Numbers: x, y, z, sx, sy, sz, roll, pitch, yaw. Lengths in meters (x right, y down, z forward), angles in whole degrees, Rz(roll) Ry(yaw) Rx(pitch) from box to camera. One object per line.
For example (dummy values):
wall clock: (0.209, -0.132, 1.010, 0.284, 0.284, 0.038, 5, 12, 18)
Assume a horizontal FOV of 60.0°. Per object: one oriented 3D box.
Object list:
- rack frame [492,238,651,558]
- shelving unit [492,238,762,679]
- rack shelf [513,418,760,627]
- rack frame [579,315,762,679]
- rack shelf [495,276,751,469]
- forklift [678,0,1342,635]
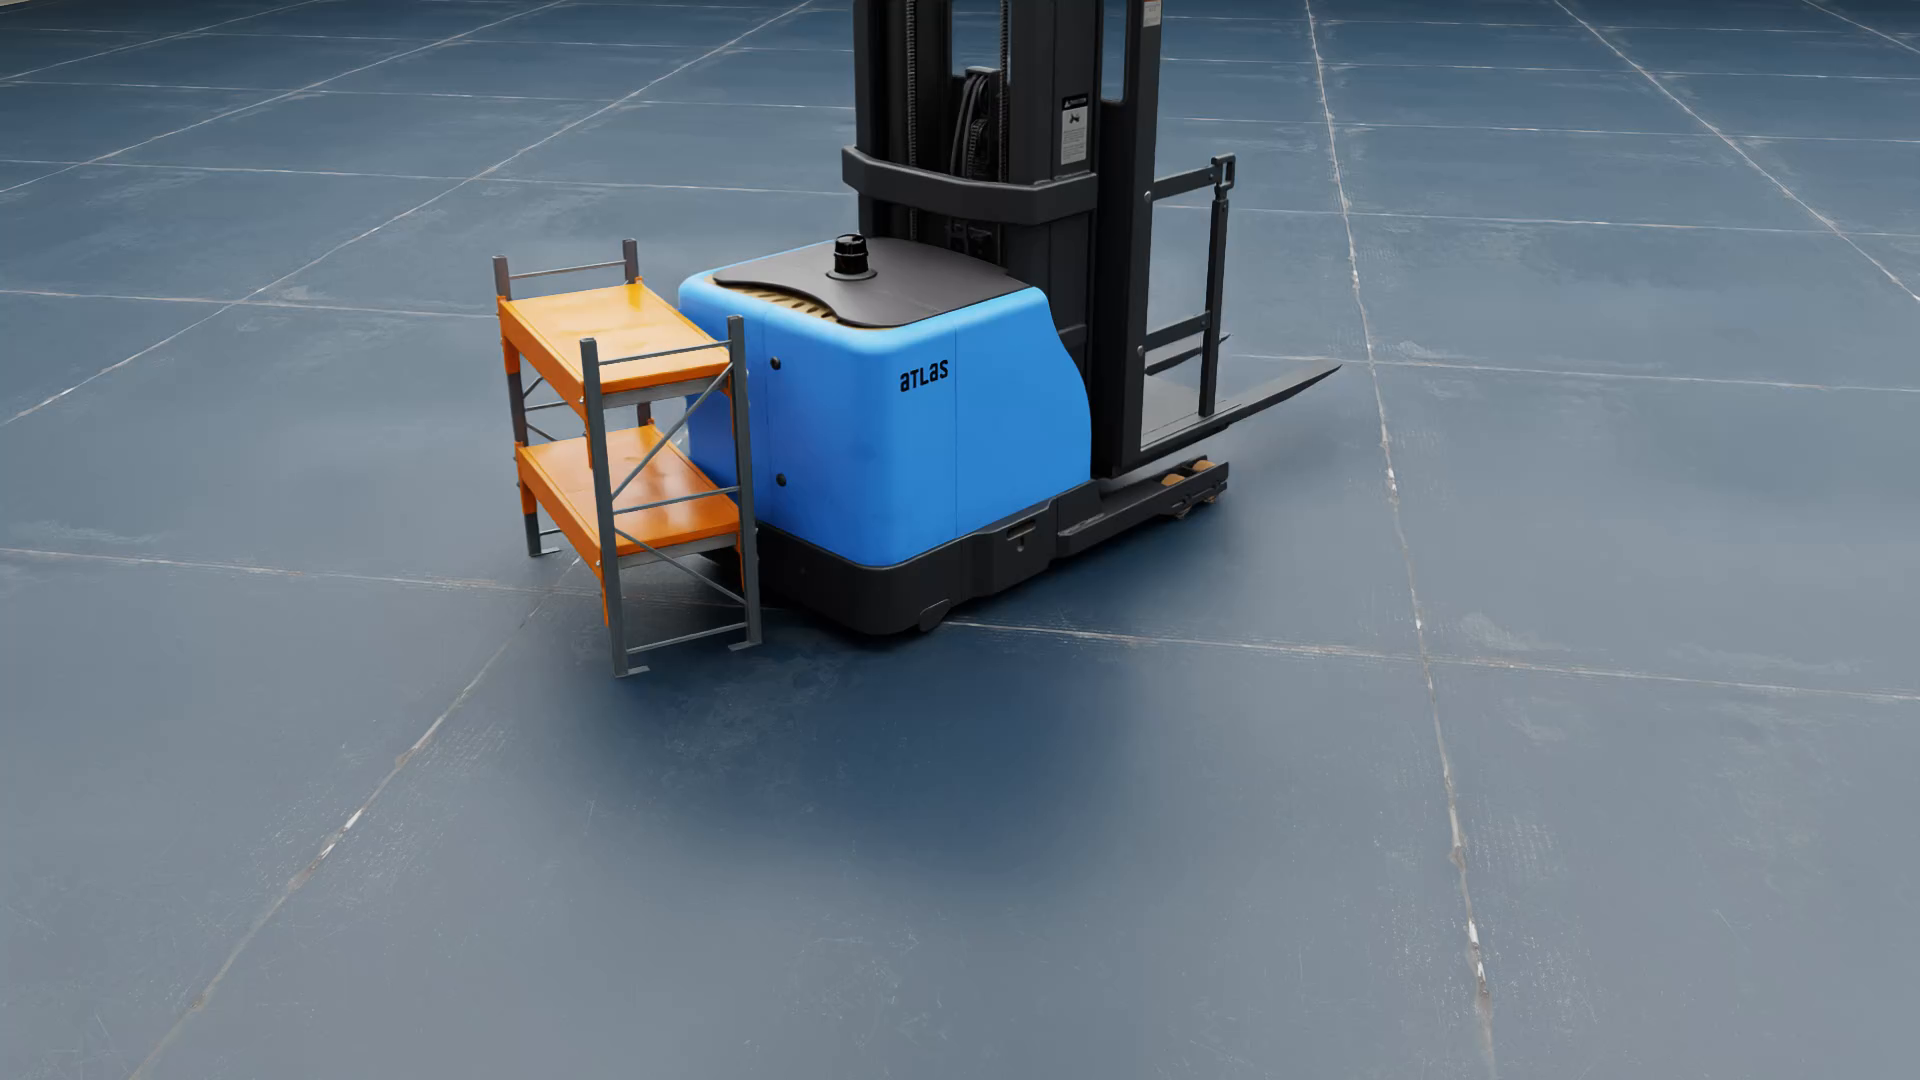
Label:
rack frame: (-1.366, -0.501, 5.993, 0.500, 1.125, 0.032, -13, 28, -25)
shelving unit: (-1.125, -0.311, 5.588, 0.538, 1.125, 1.048, -13, 28, -25)
rack shelf: (-1.125, -0.090, 5.691, 0.538, 0.278, 1.000, -13, 28, -25)
rack frame: (-0.884, -0.121, 5.182, 0.500, 1.125, 0.032, -13, 28, -25)
rack shelf: (-1.125, -0.576, 5.464, 0.538, 0.278, 1.000, -13, 28, -25)
forklift: (0.414, -1.549, 6.103, 1.130, 2.935, 3.031, 22, 33, 39)
